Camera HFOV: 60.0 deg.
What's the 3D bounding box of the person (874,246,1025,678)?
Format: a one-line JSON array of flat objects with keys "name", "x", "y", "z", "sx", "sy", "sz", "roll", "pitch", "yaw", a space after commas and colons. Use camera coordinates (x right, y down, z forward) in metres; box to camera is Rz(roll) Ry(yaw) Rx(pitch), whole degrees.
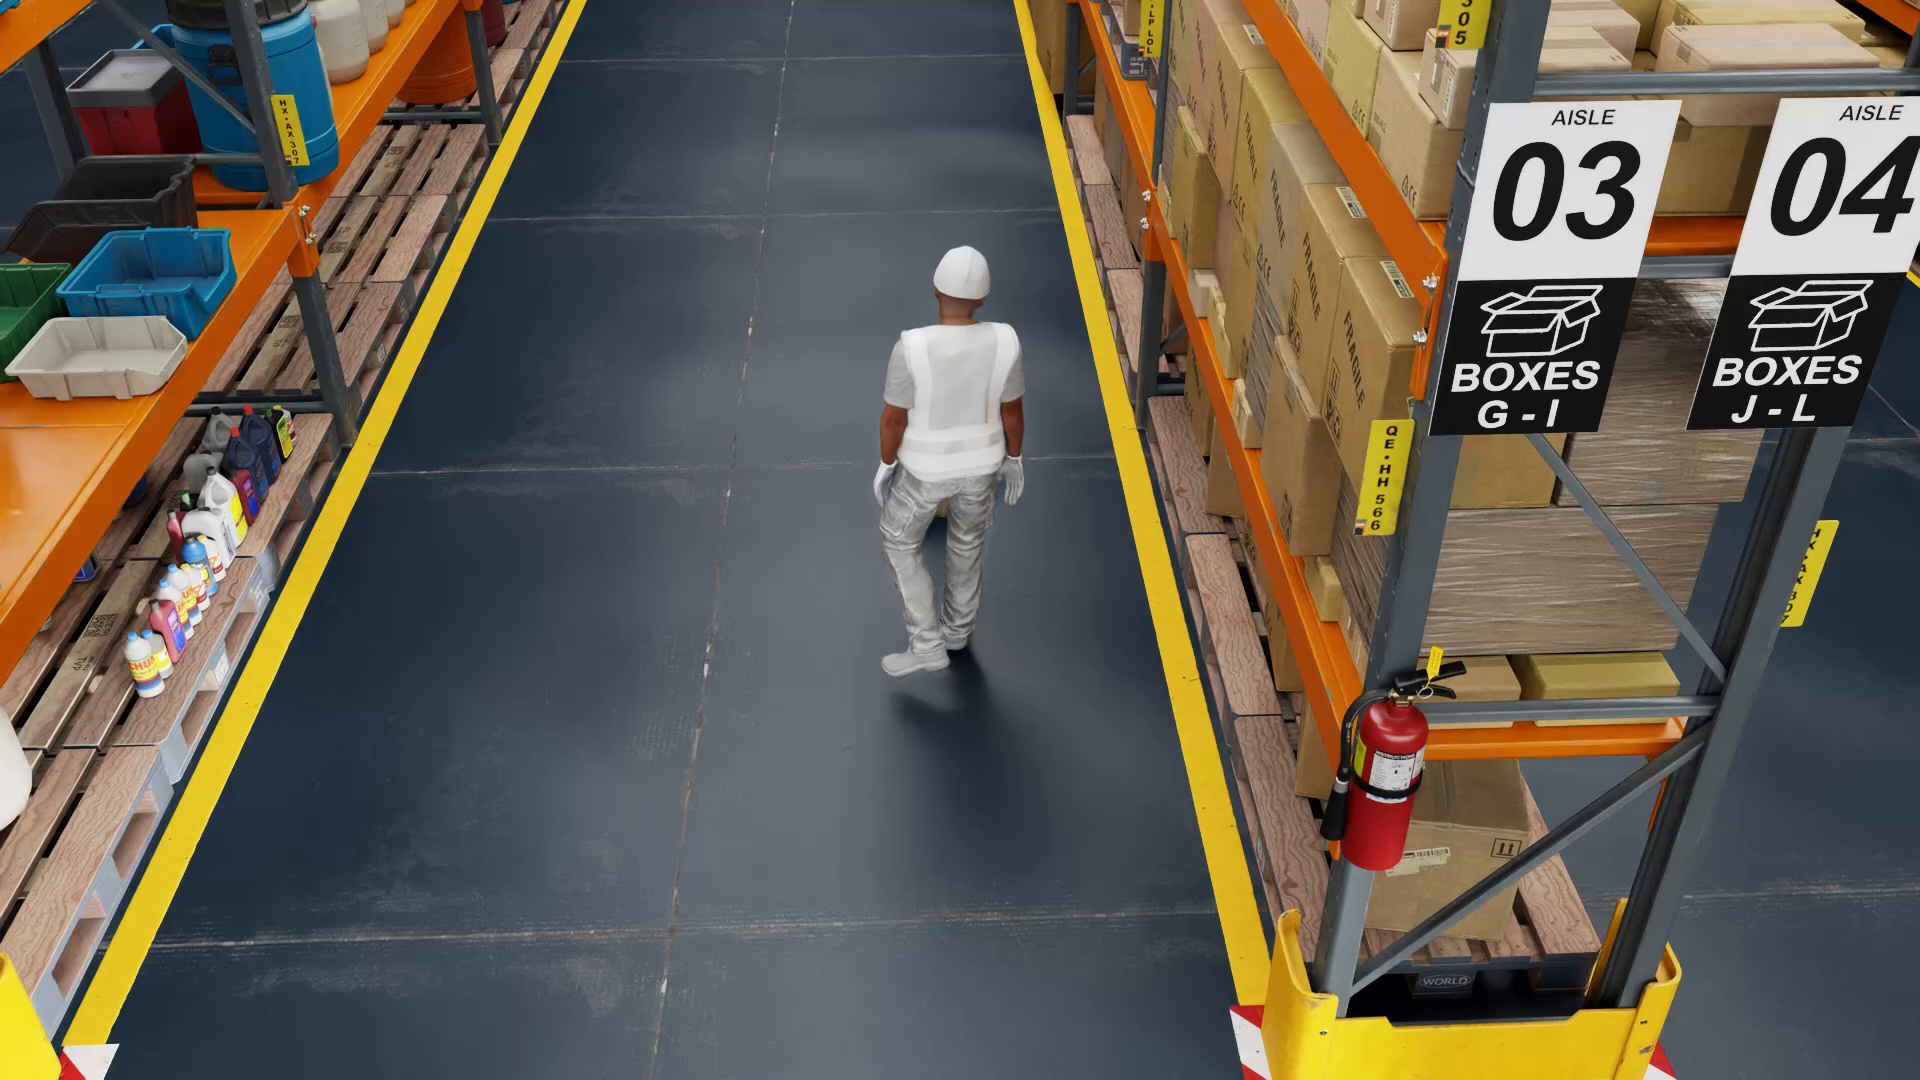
[{"name": "person", "x": -0.044, "y": -0.259, "z": 6.471, "sx": 0.626, "sy": 1.780, "sz": 0.593, "roll": -9, "pitch": 36, "yaw": -12}]
